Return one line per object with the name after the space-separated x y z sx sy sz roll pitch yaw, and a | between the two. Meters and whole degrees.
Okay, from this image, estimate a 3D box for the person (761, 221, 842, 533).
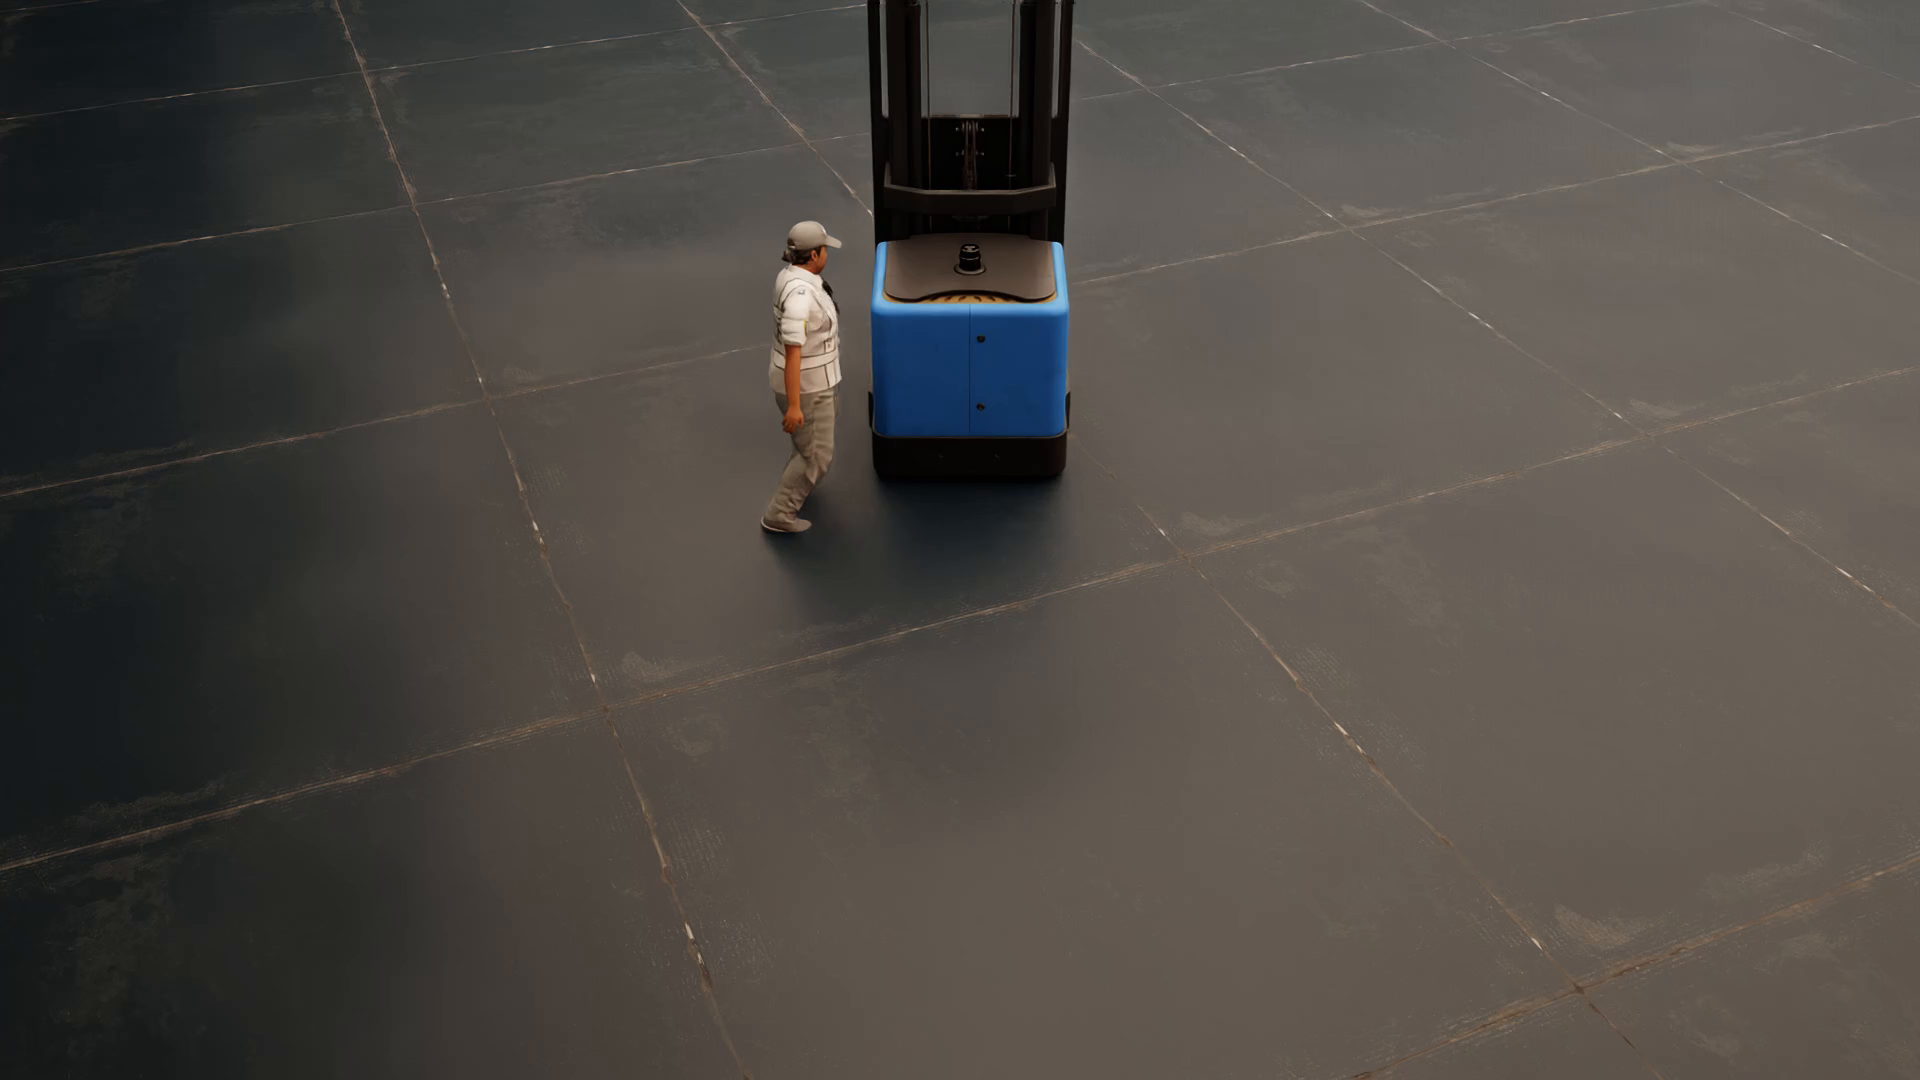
-0.811 -0.800 8.418 0.498 1.651 0.839 -4 36 -5 | person

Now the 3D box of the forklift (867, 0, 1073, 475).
0.054 -2.362 9.421 1.130 2.935 3.031 0 35 0 | forklift
